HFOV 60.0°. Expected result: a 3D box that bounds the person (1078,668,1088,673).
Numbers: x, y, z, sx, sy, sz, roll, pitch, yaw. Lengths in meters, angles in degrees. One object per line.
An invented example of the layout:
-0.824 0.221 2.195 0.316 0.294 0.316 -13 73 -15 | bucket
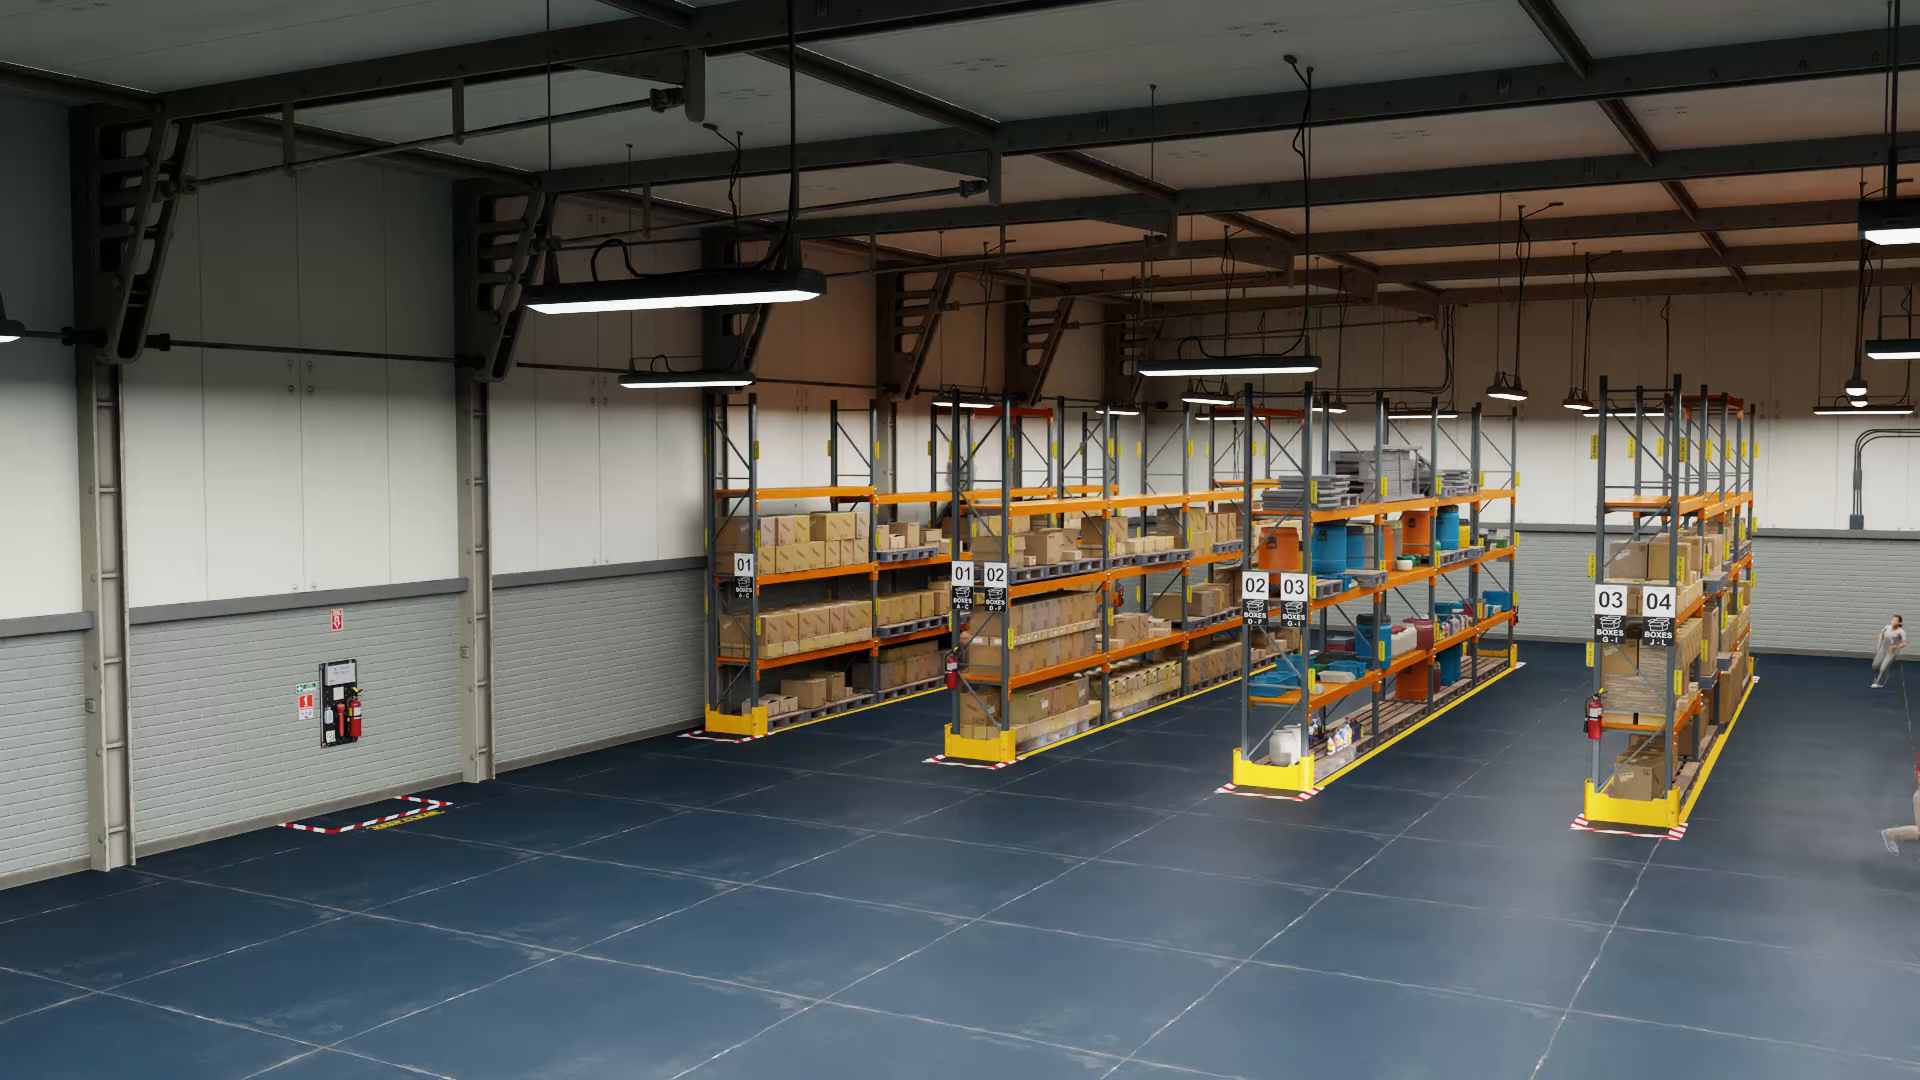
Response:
2.610 2.273 35.418 0.600 1.693 0.918 1 3 19 | person

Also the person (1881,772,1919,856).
11.487 3.130 19.784 0.671 1.688 0.936 -2 4 -37 | person

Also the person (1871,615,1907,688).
19.382 2.331 34.761 0.613 1.574 0.758 -2 4 -32 | person

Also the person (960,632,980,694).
0.163 2.518 30.527 0.700 1.710 0.792 1 3 23 | person
